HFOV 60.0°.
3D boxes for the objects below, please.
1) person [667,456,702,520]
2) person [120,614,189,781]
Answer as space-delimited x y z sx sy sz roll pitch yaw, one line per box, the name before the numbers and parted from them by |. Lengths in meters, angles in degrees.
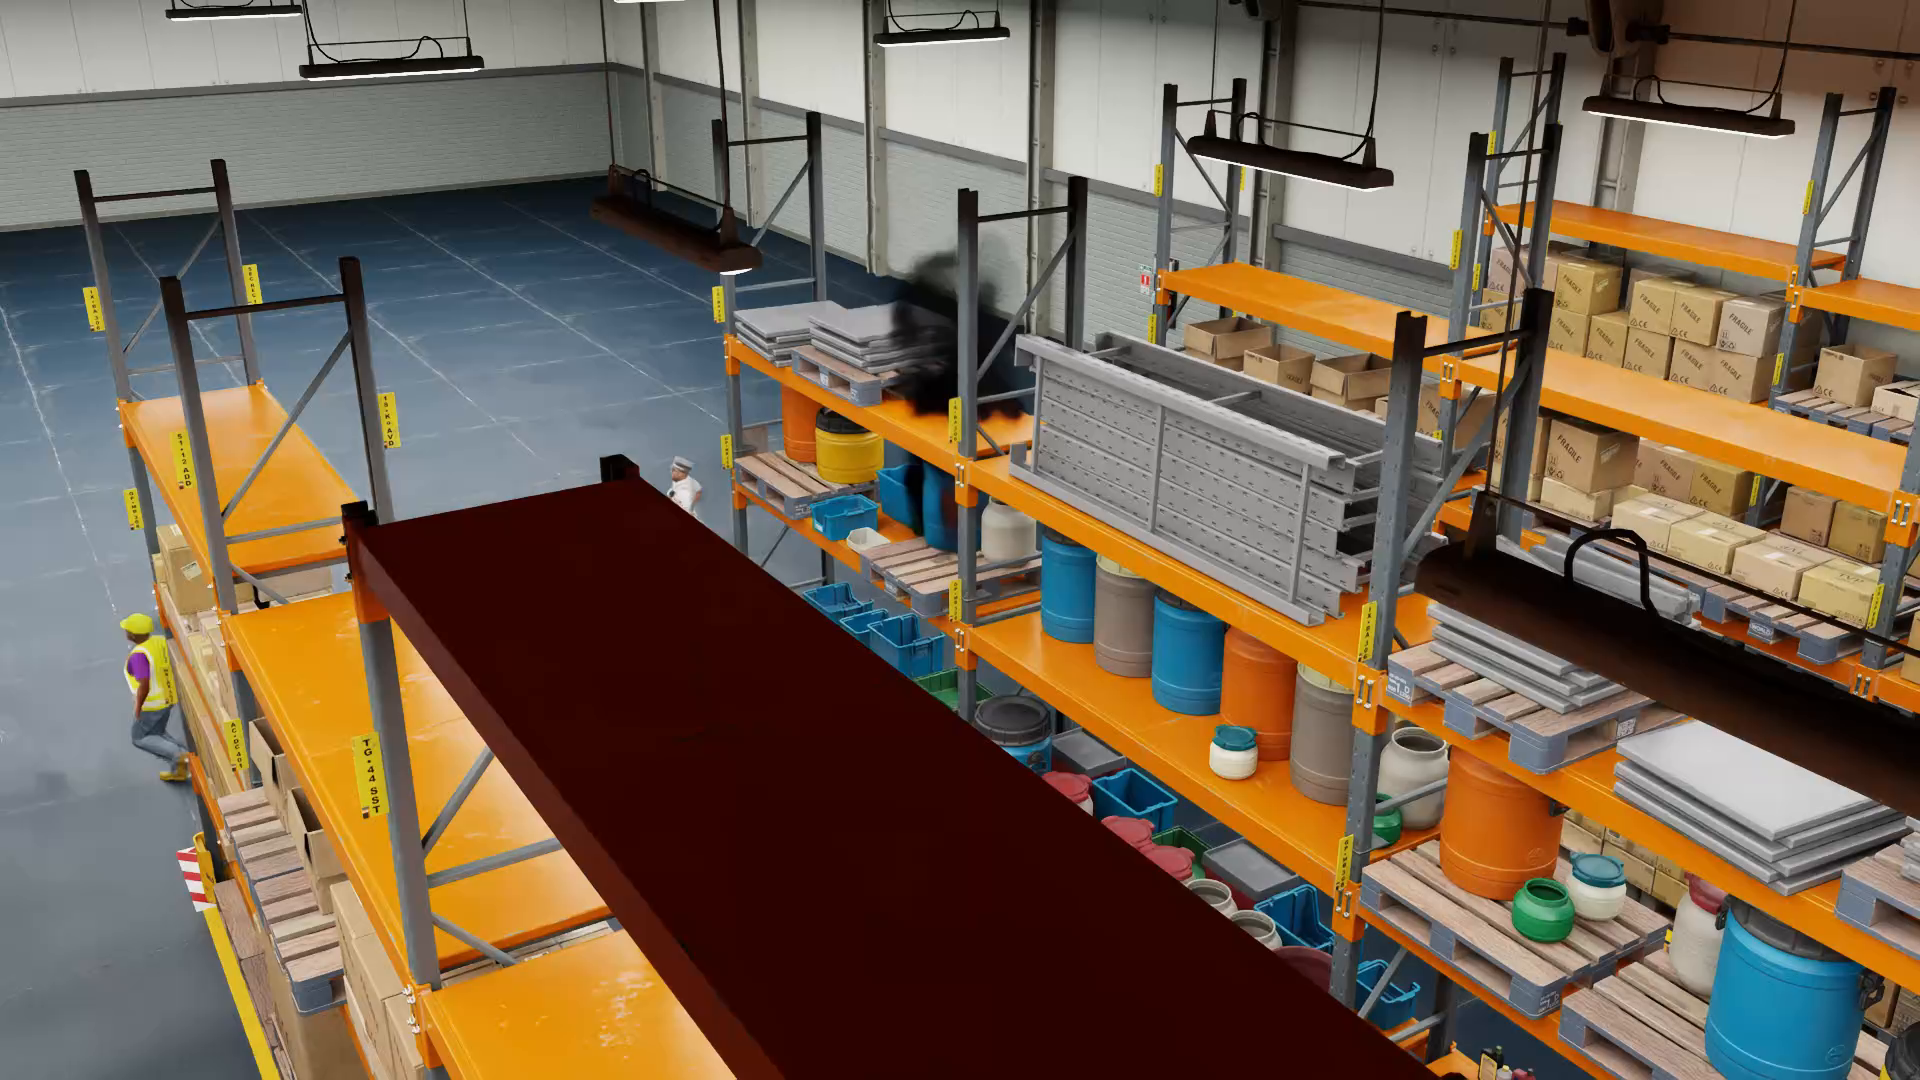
person | -3.271 -0.137 19.368 0.678 1.775 0.637 -6 23 -14
person | -7.464 1.481 15.401 0.606 1.726 0.742 2 22 4
